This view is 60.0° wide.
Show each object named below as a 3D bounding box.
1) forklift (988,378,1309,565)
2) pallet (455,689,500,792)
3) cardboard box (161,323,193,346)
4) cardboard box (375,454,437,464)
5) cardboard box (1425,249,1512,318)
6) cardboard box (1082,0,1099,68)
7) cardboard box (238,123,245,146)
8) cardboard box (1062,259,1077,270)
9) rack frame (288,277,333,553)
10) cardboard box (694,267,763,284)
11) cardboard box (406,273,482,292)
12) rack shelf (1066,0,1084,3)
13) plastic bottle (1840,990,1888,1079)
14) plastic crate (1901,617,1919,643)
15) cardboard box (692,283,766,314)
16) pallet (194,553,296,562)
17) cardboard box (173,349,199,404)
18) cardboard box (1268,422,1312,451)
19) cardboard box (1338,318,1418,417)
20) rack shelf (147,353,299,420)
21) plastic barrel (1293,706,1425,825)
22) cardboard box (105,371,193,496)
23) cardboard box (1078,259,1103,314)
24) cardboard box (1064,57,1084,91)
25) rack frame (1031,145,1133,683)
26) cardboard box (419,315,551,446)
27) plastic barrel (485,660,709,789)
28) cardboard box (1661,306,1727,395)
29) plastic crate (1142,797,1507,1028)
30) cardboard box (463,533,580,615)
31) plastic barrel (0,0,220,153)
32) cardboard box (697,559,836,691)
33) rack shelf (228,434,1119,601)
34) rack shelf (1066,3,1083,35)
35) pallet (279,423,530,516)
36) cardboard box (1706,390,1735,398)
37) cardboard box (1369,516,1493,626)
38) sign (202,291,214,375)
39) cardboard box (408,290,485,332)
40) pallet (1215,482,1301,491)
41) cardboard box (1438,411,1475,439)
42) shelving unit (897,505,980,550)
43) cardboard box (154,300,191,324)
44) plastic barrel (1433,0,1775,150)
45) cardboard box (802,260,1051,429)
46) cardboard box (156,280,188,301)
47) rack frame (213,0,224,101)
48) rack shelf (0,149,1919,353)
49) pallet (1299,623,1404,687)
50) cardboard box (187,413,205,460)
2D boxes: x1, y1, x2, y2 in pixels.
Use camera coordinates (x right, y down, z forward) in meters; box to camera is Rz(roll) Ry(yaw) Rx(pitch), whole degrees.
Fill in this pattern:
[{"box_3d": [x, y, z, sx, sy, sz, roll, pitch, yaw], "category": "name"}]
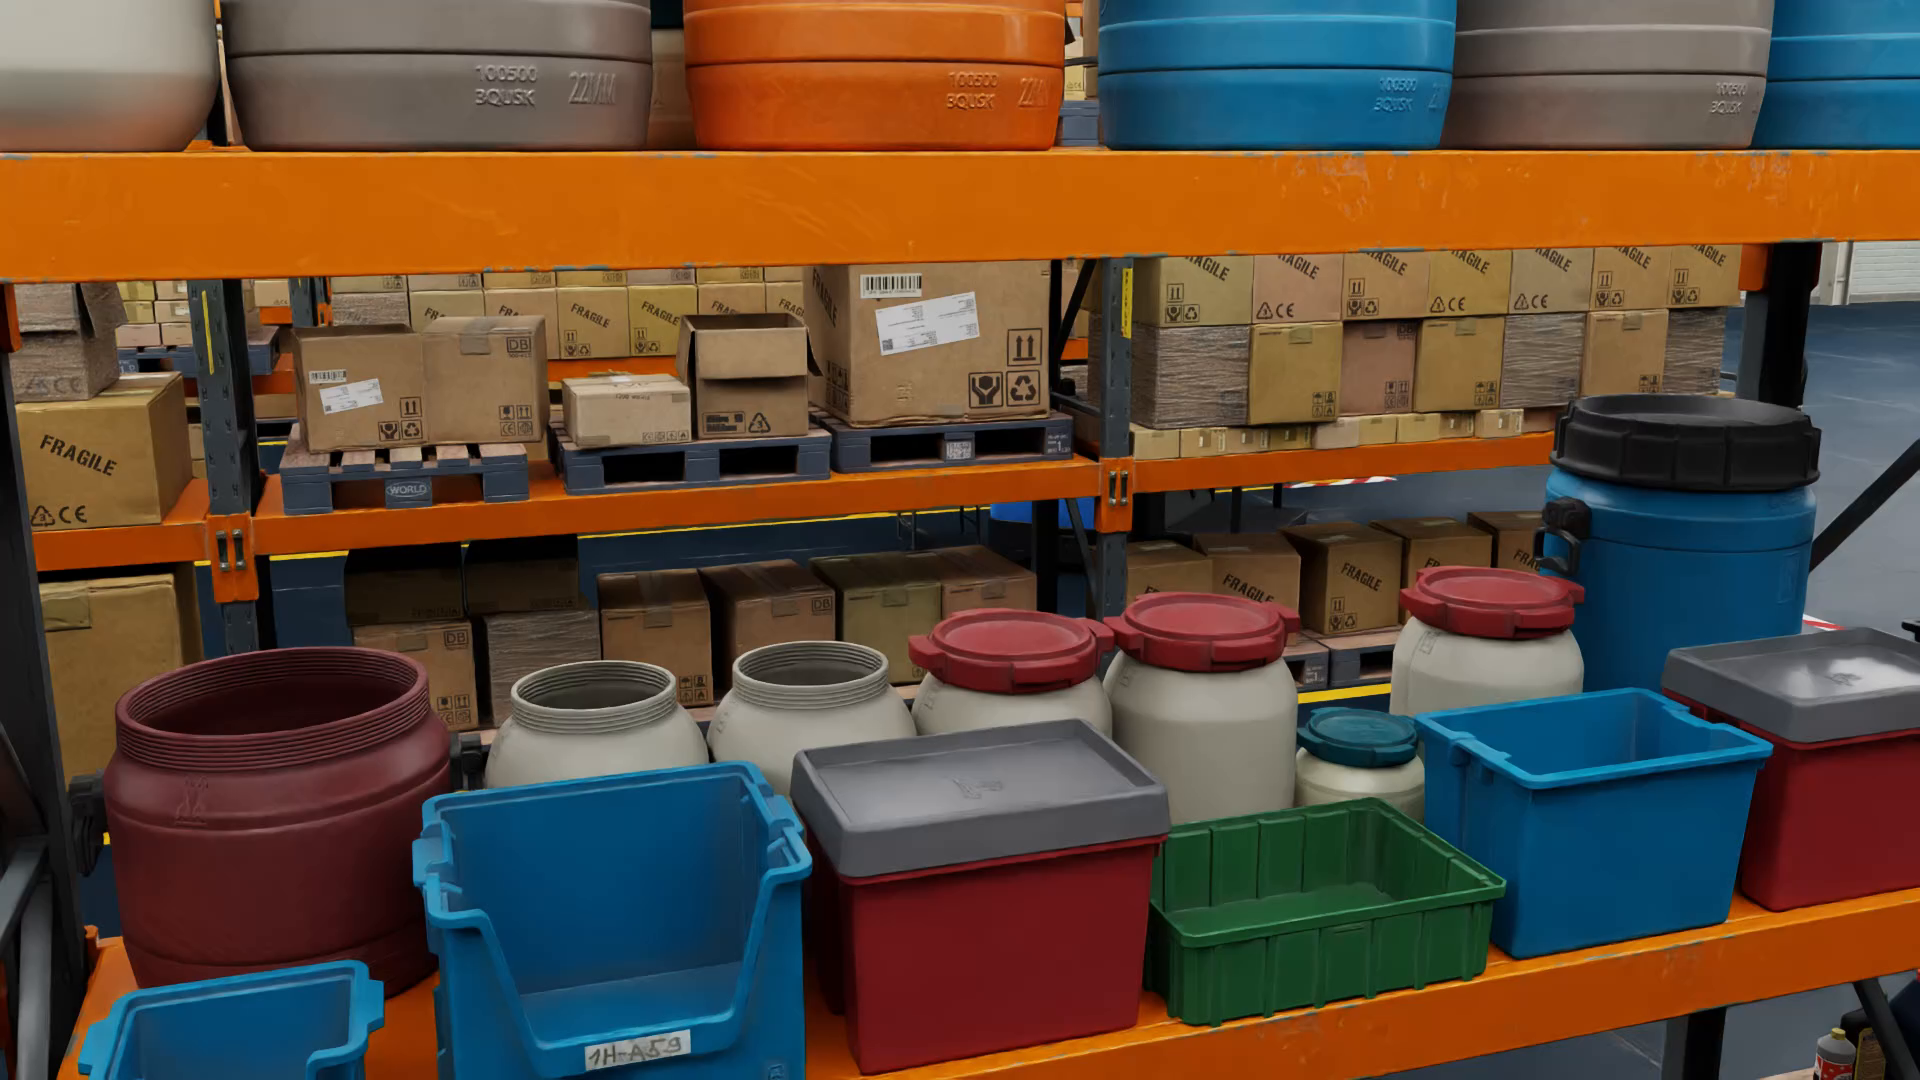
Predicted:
[{"box_3d": [1.748, -1.227, 10.968, 3.031, 2.935, 1.130, 6, 15, 25], "category": "forklift"}, {"box_3d": [-2.440, 0.914, 7.845, 1.213, 0.211, 1.003, -4, 14, -18], "category": "pallet"}, {"box_3d": [-5.224, -1.408, 11.214, 0.250, 0.149, 0.380, -4, 14, -18], "category": "cardboard box"}, {"box_3d": [-4.062, -0.616, 12.204, 0.750, 0.750, 1.050, -5, 14, -19], "category": "cardboard box"}, {"box_3d": [2.535, -1.451, 8.743, 0.500, 0.500, 0.500, -4, 14, -18], "category": "cardboard box"}, {"box_3d": [0.955, -2.666, 8.446, 0.500, 0.500, 0.500, -5, 14, -20], "category": "cardboard box"}, {"box_3d": [-5.294, -3.005, 11.596, 0.500, 0.500, 0.500, -4, 14, -18], "category": "cardboard box"}, {"box_3d": [0.524, -2.470, 13.386, 0.550, 0.550, 0.875, -4, 14, -18], "category": "cardboard box"}, {"box_3d": [-4.667, -1.481, 11.886, 0.127, 3.000, 1.000, -4, 14, -18], "category": "rack frame"}, {"box_3d": [-1.832, -2.235, 12.679, 0.500, 0.500, 0.700, -5, 14, -19], "category": "cardboard box"}, {"box_3d": [-3.760, -2.084, 12.047, 0.500, 0.500, 0.700, -5, 14, -19], "category": "cardboard box"}, {"box_3d": [1.019, -4.298, 13.183, 4.000, 0.370, 1.077, -4, 14, -18], "category": "rack shelf"}, {"box_3d": [2.540, 1.405, 4.673, 0.133, 0.283, 0.061, -4, 14, -15], "category": "plastic bottle"}, {"box_3d": [2.726, 0.425, 4.008, 0.504, 0.338, 0.767, -4, 14, -18], "category": "plastic crate"}, {"box_3d": [-1.765, -1.690, 12.551, 0.500, 0.500, 0.500, -5, 14, -19], "category": "cardboard box"}, {"box_3d": [-5.409, -0.067, 11.968, 1.213, 0.211, 1.003, -4, 14, -18], "category": "pallet"}, {"box_3d": [-7.870, -1.632, 16.206, 0.875, 0.875, 0.875, -4, 14, -17], "category": "cardboard box"}, {"box_3d": [1.613, -0.569, 8.596, 0.250, 0.149, 0.380, -4, 14, -18], "category": "cardboard box"}, {"box_3d": [1.983, -0.982, 8.930, 0.500, 0.500, 0.875, -4, 14, -18], "category": "cardboard box"}, {"box_3d": [-6.563, -0.983, 11.349, 4.000, 0.370, 1.077, -4, 14, -18], "category": "rack shelf"}, {"box_3d": [0.886, 0.537, 3.703, 0.301, 0.262, 0.301, 0, 13, 0], "category": "plastic barrel"}, {"box_3d": [-3.729, -0.458, 7.370, 0.500, 0.500, 0.500, -4, 14, -16], "category": "cardboard box"}, {"box_3d": [0.948, -1.454, 8.754, 0.500, 0.500, 0.500, -4, 14, -18], "category": "cardboard box"}, {"box_3d": [0.632, -3.610, 12.911, 0.500, 0.250, 0.500, -5, 14, -19], "category": "cardboard box"}, {"box_3d": [0.610, -0.681, 8.523, 0.127, 3.000, 1.000, -4, 14, -18], "category": "rack frame"}, {"box_3d": [-2.185, -0.750, 7.691, 0.500, 0.500, 0.700, -2, 14, -10], "category": "cardboard box"}, {"box_3d": [-0.695, 0.524, 3.218, 0.421, 0.512, 0.421, 0, 13, 0], "category": "plastic barrel"}, {"box_3d": [3.871, -1.135, 9.572, 0.500, 0.500, 0.875, -4, 14, -18], "category": "cardboard box"}, {"box_3d": [0.629, 0.699, 3.180, 0.662, 0.188, 0.450, -4, 14, -18], "category": "plastic crate"}, {"box_3d": [-2.056, 0.154, 7.843, 0.500, 0.250, 0.500, -3, 14, -12], "category": "cardboard box"}, {"box_3d": [-1.210, -0.769, 2.168, 0.421, 0.512, 0.421, 0, 13, 0], "category": "plastic barrel"}, {"box_3d": [-0.967, 0.434, 8.286, 0.500, 0.500, 0.700, -6, 15, -23], "category": "cardboard box"}, {"box_3d": [-1.286, -0.183, 7.985, 4.000, 0.370, 1.077, -4, 14, -18], "category": "rack shelf"}, {"box_3d": [-0.655, -5.569, 17.670, 4.000, 0.370, 1.077, -4, 14, -18], "category": "rack shelf"}, {"box_3d": [-2.540, -0.368, 7.623, 1.003, 0.211, 1.213, -4, 14, -18], "category": "pallet"}, {"box_3d": [4.197, -0.787, 9.514, 0.250, 0.149, 0.380, -4, 14, -18], "category": "cardboard box"}, {"box_3d": [2.649, 0.172, 9.432, 0.500, 0.500, 0.500, -3, 14, -13], "category": "cardboard box"}, {"box_3d": [-3.001, -0.827, 6.637, 0.005, 0.325, 0.100, -4, 14, -18], "category": "sign"}, {"box_3d": [-3.675, -1.542, 11.925, 0.500, 0.500, 0.500, -5, 14, -19], "category": "cardboard box"}, {"box_3d": [2.182, -0.638, 14.371, 1.213, 0.211, 1.003, -4, 14, -18], "category": "pallet"}, {"box_3d": [2.549, -0.650, 8.938, 0.250, 0.149, 0.380, -4, 14, -18], "category": "cardboard box"}, {"box_3d": [-0.157, -1.009, 11.848, 0.503, 2.100, 0.431, -4, 14, -18], "category": "shelving unit"}, {"box_3d": [-5.243, -1.551, 11.175, 0.250, 0.149, 0.380, -4, 14, -16], "category": "cardboard box"}, {"box_3d": [1.157, -1.164, 2.990, 0.600, 0.901, 0.600, 0, 13, 0], "category": "plastic barrel"}, {"box_3d": [-0.188, -1.149, 8.287, 1.000, 1.000, 1.000, -4, 14, -18], "category": "cardboard box"}, {"box_3d": [-5.225, -1.698, 11.147, 0.250, 0.149, 0.380, -5, 14, -19], "category": "cardboard box"}, {"box_3d": [-3.181, -3.304, 6.587, 0.127, 3.000, 1.000, -4, 14, -18], "category": "rack frame"}, {"box_3d": [0.294, -0.556, 3.071, 4.000, 0.370, 1.077, -4, 14, -18], "category": "rack shelf"}, {"box_3d": [2.393, 0.528, 9.468, 1.213, 0.211, 1.003, -4, 14, -18], "category": "pallet"}, {"box_3d": [-5.232, -0.726, 11.586, 0.500, 0.250, 0.500, -5, 14, -19], "category": "cardboard box"}]
